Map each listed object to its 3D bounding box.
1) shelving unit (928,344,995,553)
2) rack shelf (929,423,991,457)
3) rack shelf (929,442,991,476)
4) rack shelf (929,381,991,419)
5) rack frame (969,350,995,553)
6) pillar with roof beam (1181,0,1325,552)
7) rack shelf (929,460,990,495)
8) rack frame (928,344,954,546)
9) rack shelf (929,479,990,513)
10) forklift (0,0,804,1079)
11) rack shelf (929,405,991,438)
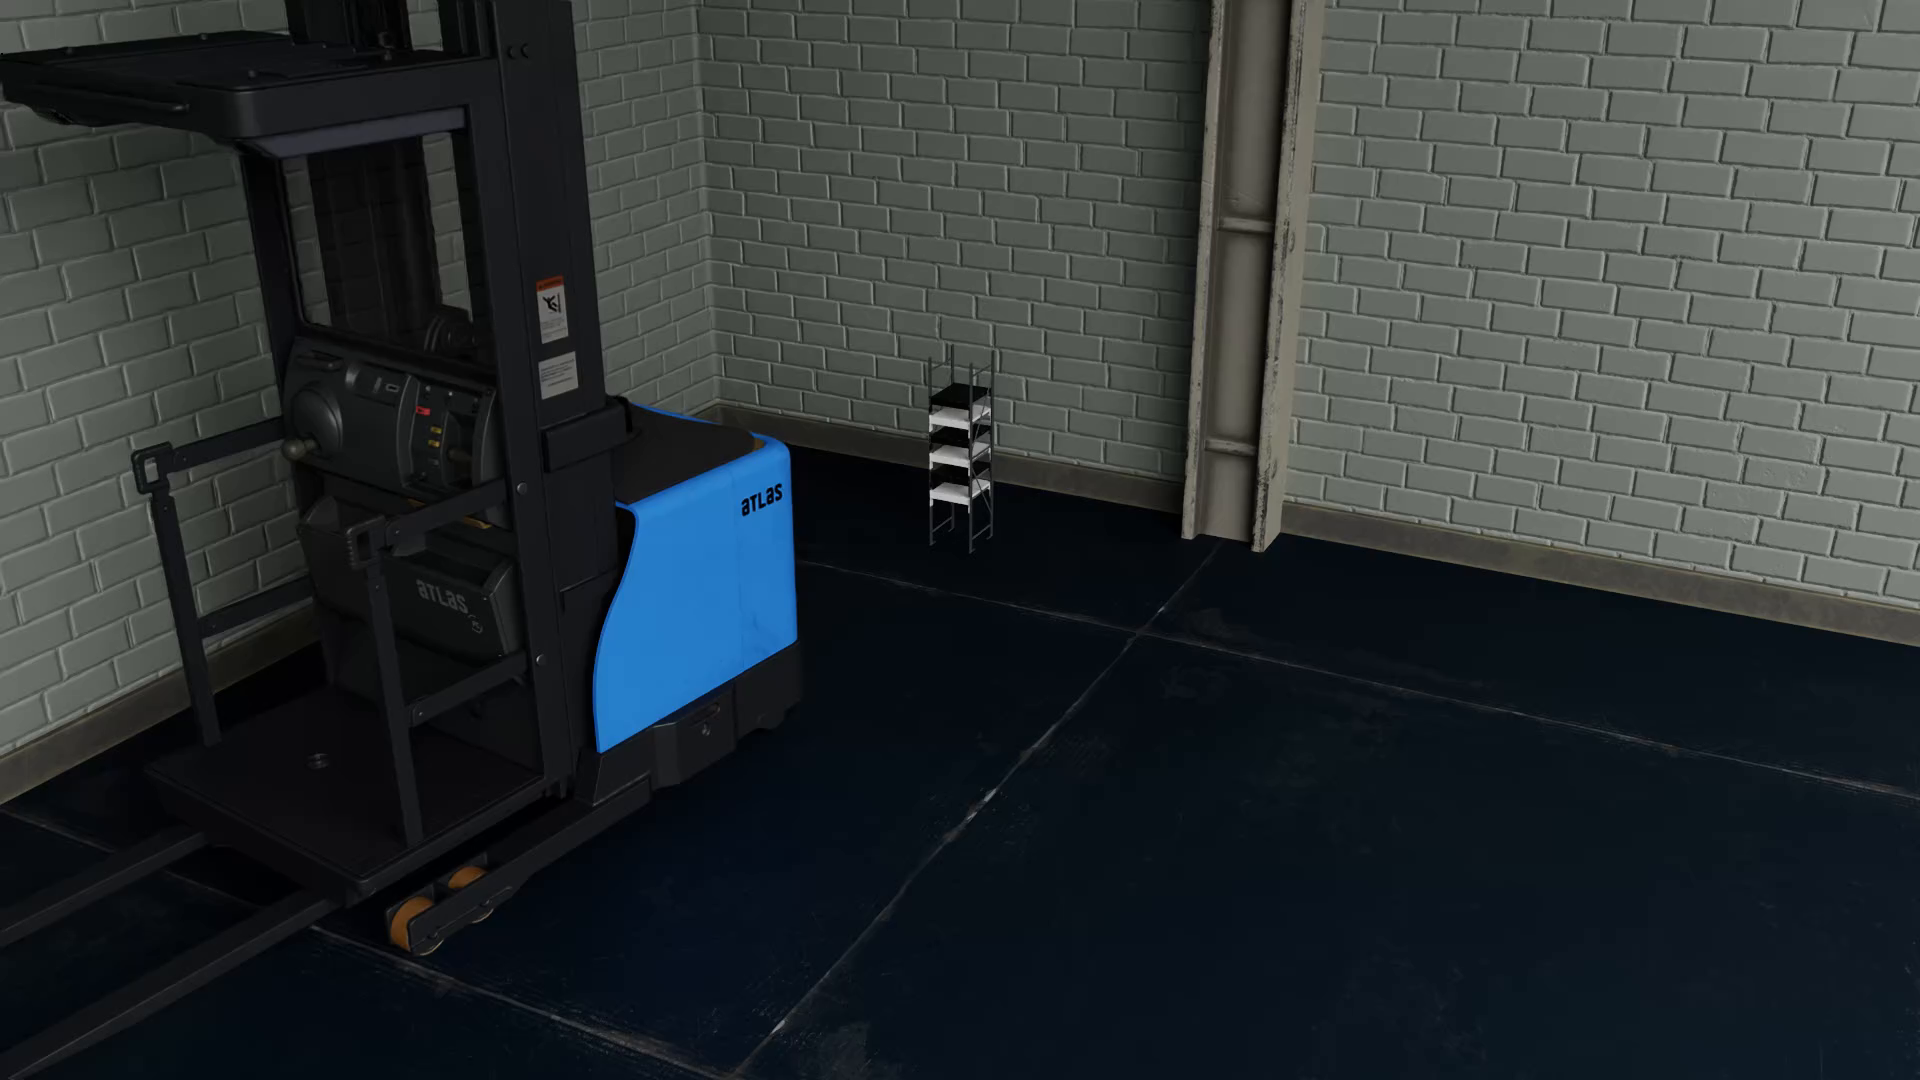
[{"bbox_3d":[0.007,-0.413,7.571,0.210,0.900,0.258,11,25,25],"label":"shelving unit"},{"bbox_3d":[0.007,-0.465,7.548,0.200,0.077,0.258,11,25,25],"label":"rack shelf"},{"bbox_3d":[0.007,-0.382,7.584,0.200,0.077,0.258,11,25,25],"label":"rack shelf"},{"bbox_3d":[0.007,-0.630,7.478,0.200,0.077,0.258,11,25,25],"label":"rack shelf"},{"bbox_3d":[0.098,-0.395,7.528,0.006,0.900,0.240,11,25,25],"label":"rack frame"},{"bbox_3d":[-0.666,-2.668,2.526,0.400,9.000,9.100,11,25,25],"label":"pillar with roof beam"},{"bbox_3d":[0.007,-0.299,7.619,0.200,0.077,0.258,11,25,25],"label":"rack shelf"},{"bbox_3d":[-0.083,-0.431,7.613,0.006,0.900,0.240,11,25,25],"label":"rack frame"},{"bbox_3d":[0.007,-0.216,7.654,0.200,0.077,0.258,11,25,25],"label":"rack shelf"},{"bbox_3d":[-1.833,-0.343,4.813,1.130,2.935,3.031,15,27,32],"label":"forklift"},{"bbox_3d":[0.007,-0.548,7.513,0.200,0.077,0.258,11,25,25],"label":"rack shelf"}]
